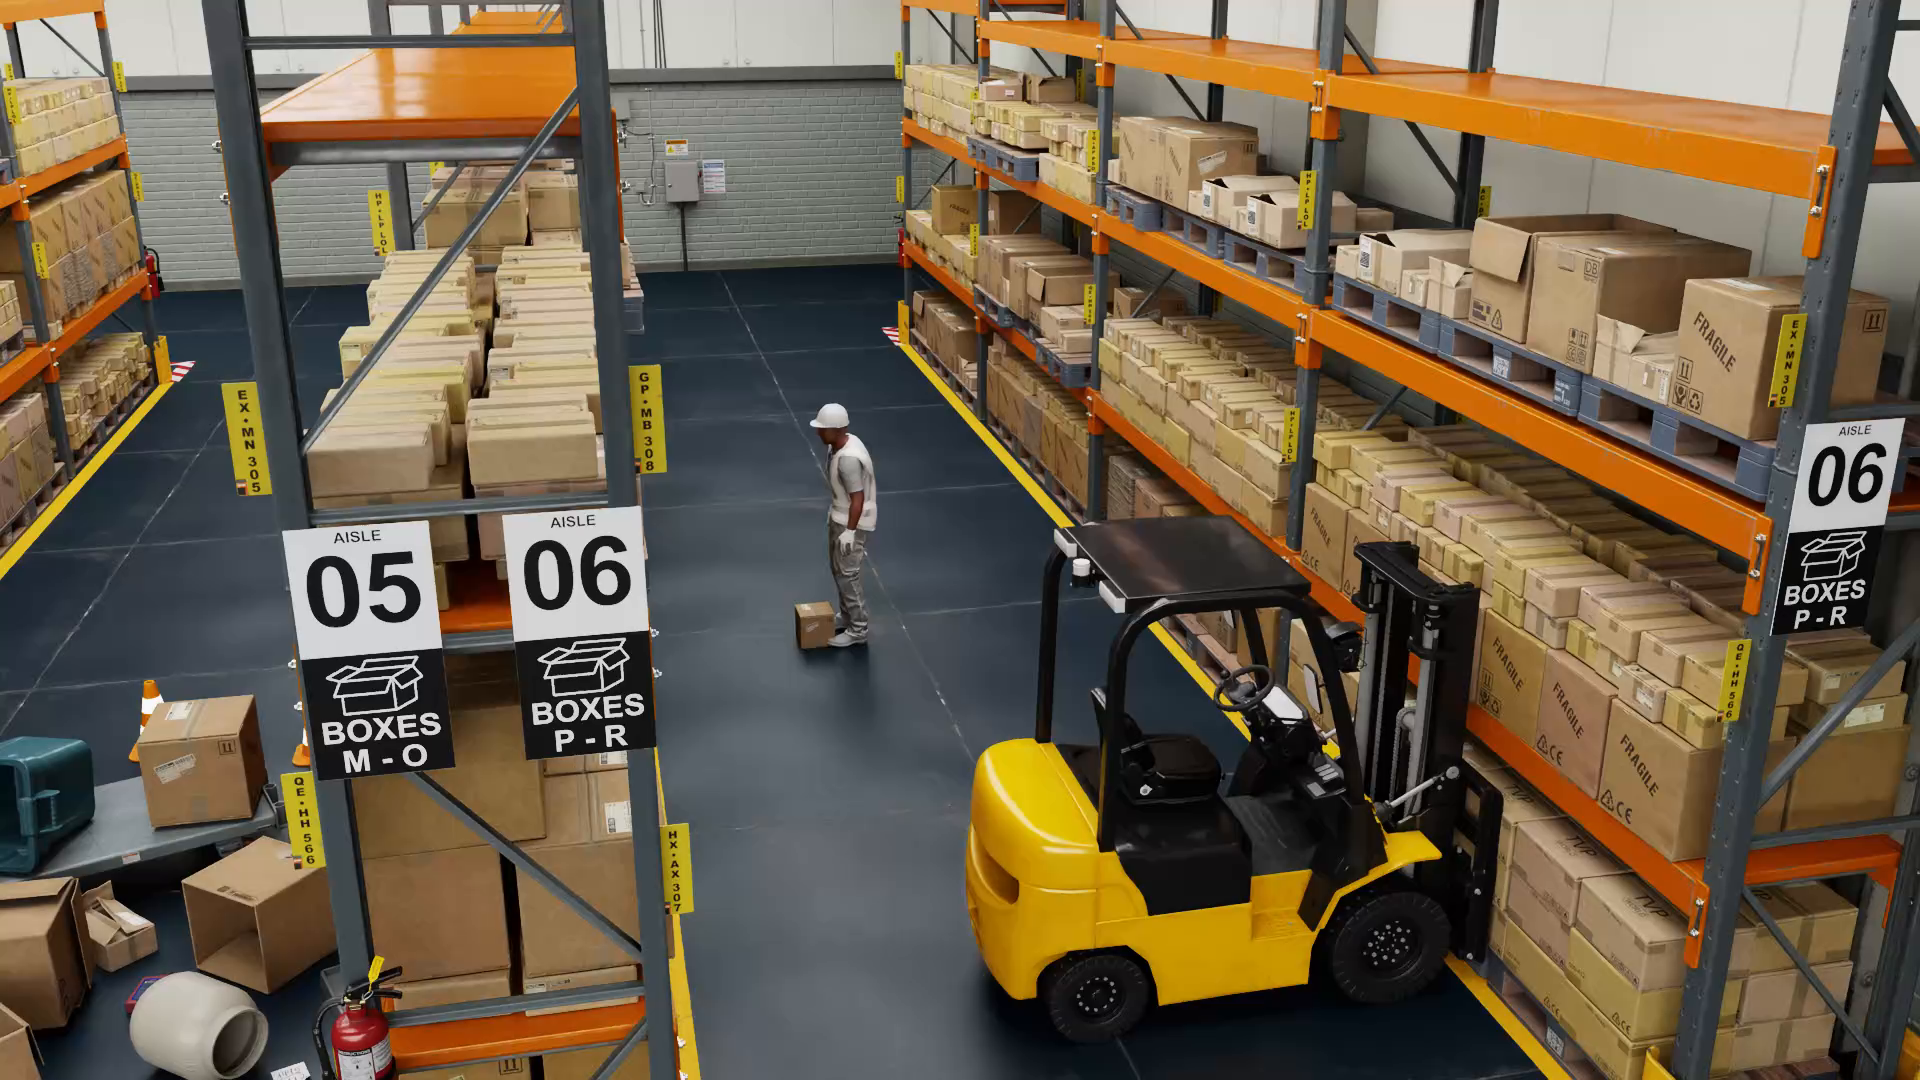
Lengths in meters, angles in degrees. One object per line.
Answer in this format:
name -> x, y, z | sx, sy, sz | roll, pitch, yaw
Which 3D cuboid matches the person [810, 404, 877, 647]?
person -> -0.830, -0.123, 11.902 | 0.451, 1.773, 0.615 | -5, 20, -13
